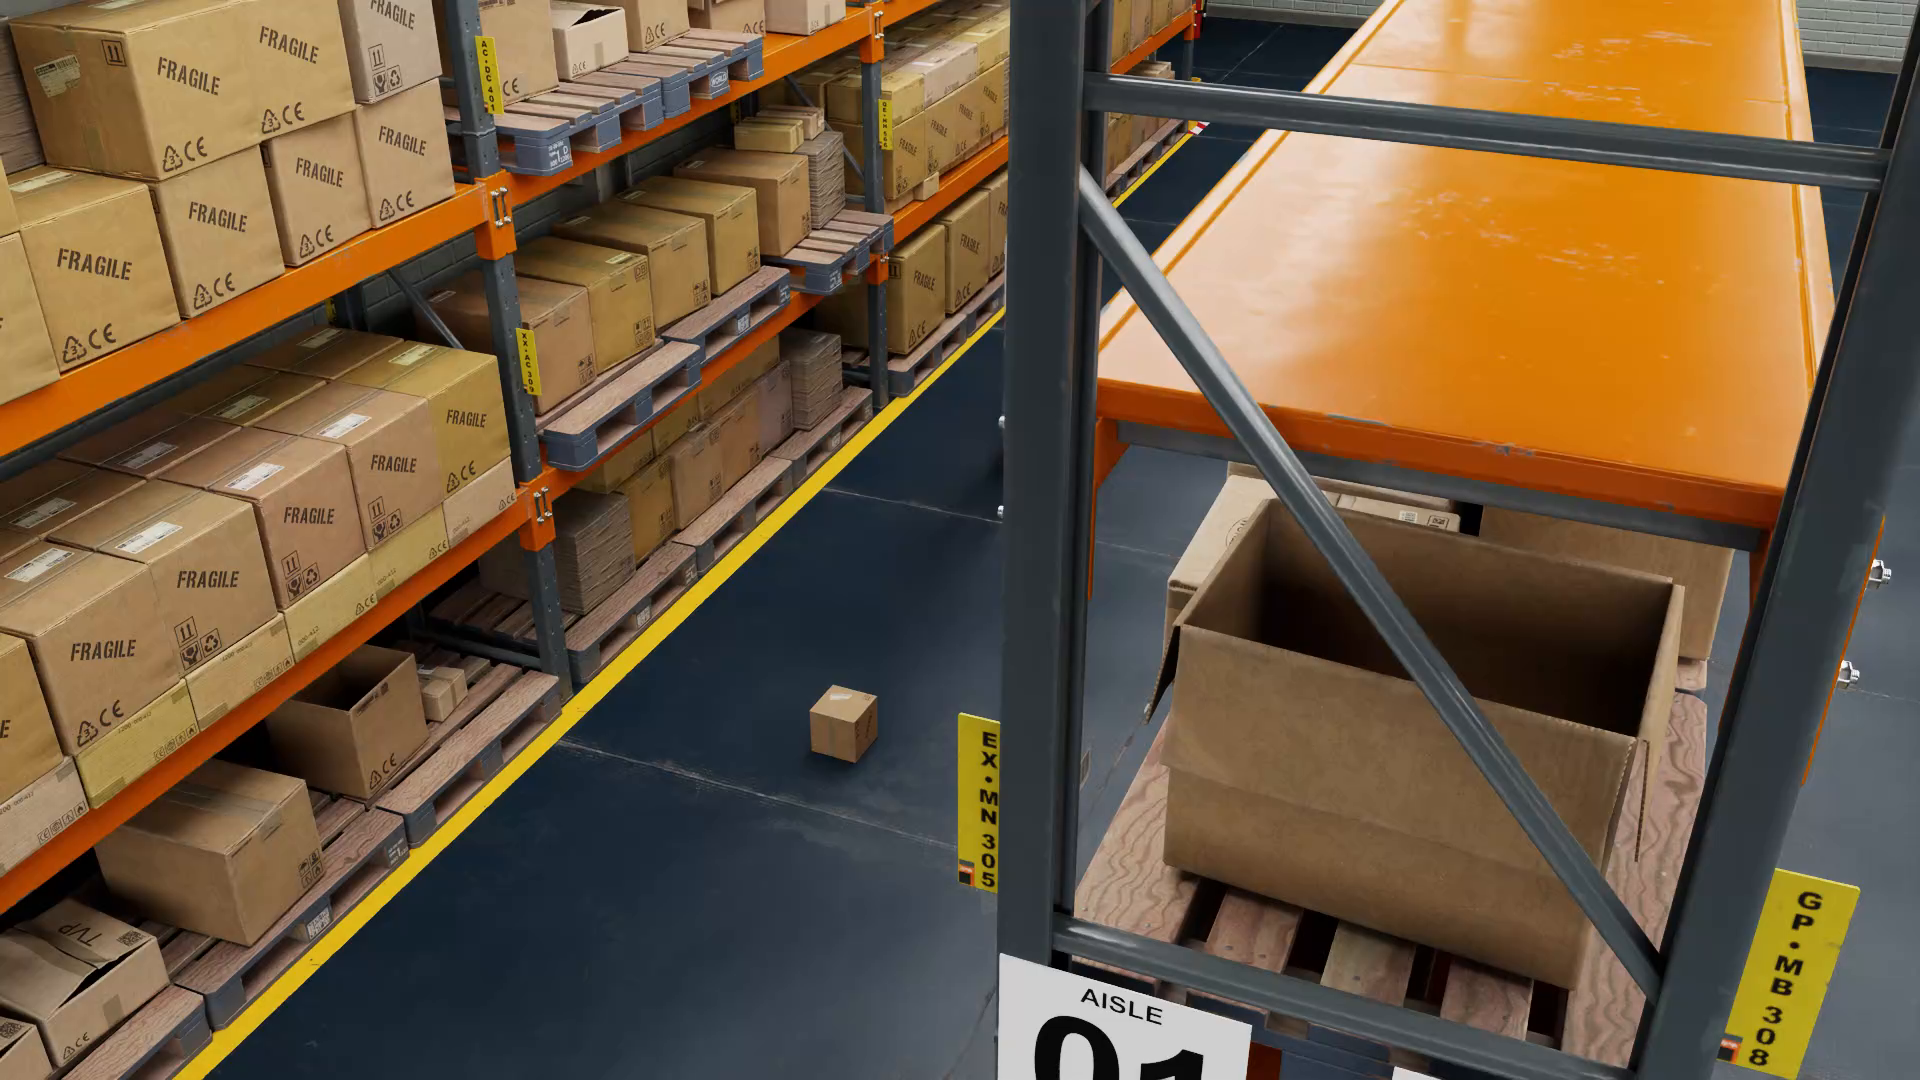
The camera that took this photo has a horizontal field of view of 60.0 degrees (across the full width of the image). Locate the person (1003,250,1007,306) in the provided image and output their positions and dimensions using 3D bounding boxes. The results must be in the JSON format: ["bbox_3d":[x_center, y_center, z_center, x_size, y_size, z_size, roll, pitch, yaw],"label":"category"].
[{"bbox_3d":[0.577,-1.540,11.127,0.596,1.765,0.666,8,30,14],"label":"person"}]
